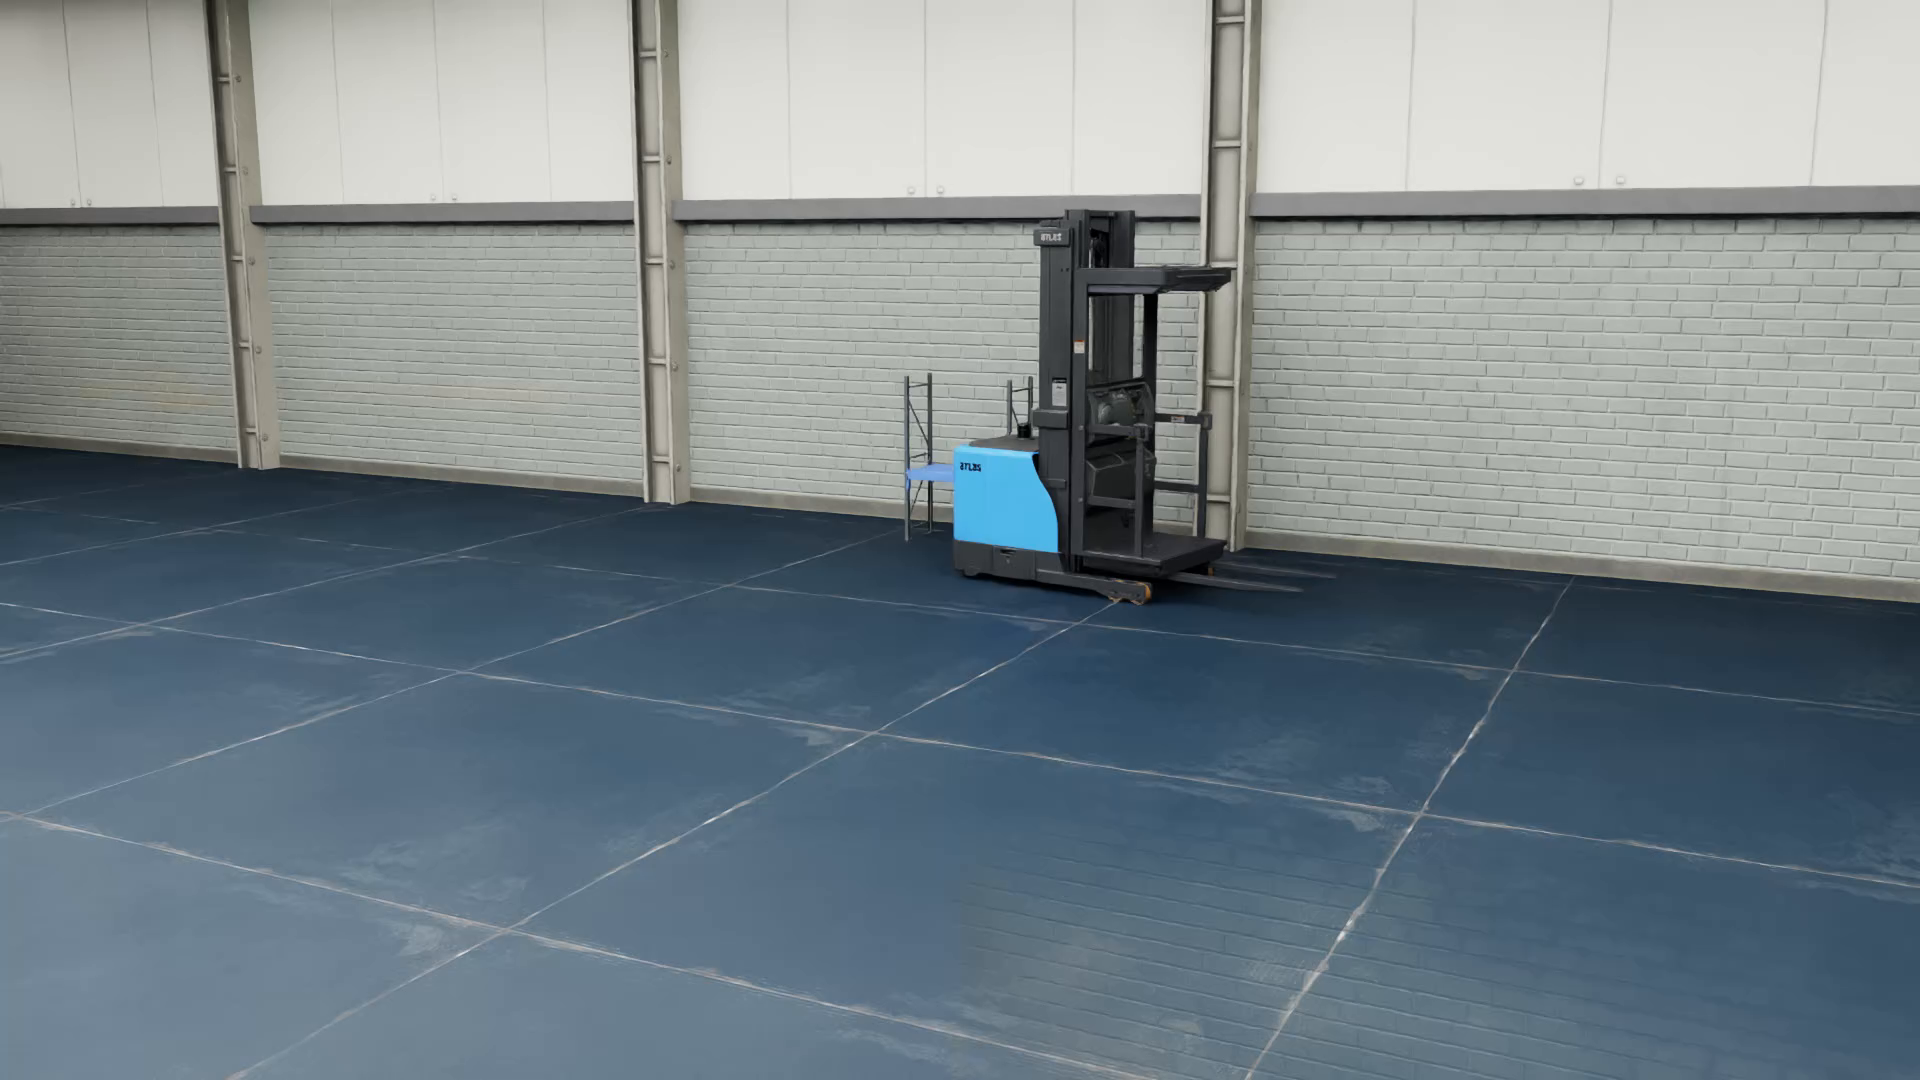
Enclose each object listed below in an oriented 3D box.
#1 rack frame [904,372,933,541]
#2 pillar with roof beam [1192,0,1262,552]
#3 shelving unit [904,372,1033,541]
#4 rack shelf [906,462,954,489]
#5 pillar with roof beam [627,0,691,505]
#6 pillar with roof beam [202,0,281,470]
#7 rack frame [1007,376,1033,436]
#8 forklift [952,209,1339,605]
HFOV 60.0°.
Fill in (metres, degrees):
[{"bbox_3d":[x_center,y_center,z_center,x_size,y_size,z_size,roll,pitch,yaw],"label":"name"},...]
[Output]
[{"bbox_3d":[-0.379,-0.771,15.281,0.032,1.500,0.500,5,11,26],"label":"rack frame"},{"bbox_3d":[0.407,-3.673,10.257,0.400,9.000,9.100,5,11,26],"label":"pillar with roof beam"},{"bbox_3d":[0.076,-0.731,15.059,1.048,1.500,0.538,5,11,26],"label":"shelving unit"},{"bbox_3d":[0.076,-0.554,15.092,1.000,0.185,0.538,5,11,26],"label":"rack shelf"},{"bbox_3d":[-4.974,-4.146,12.869,0.400,9.000,9.100,5,11,26],"label":"pillar with roof beam"},{"bbox_3d":[-10.354,-4.619,15.482,0.400,9.000,9.100,5,11,26],"label":"pillar with roof beam"},{"bbox_3d":[0.532,-0.691,14.838,0.032,1.500,0.500,5,11,26],"label":"rack frame"},{"bbox_3d":[1.423,-1.061,12.861,3.031,2.935,1.130,7,13,36],"label":"forklift"}]
